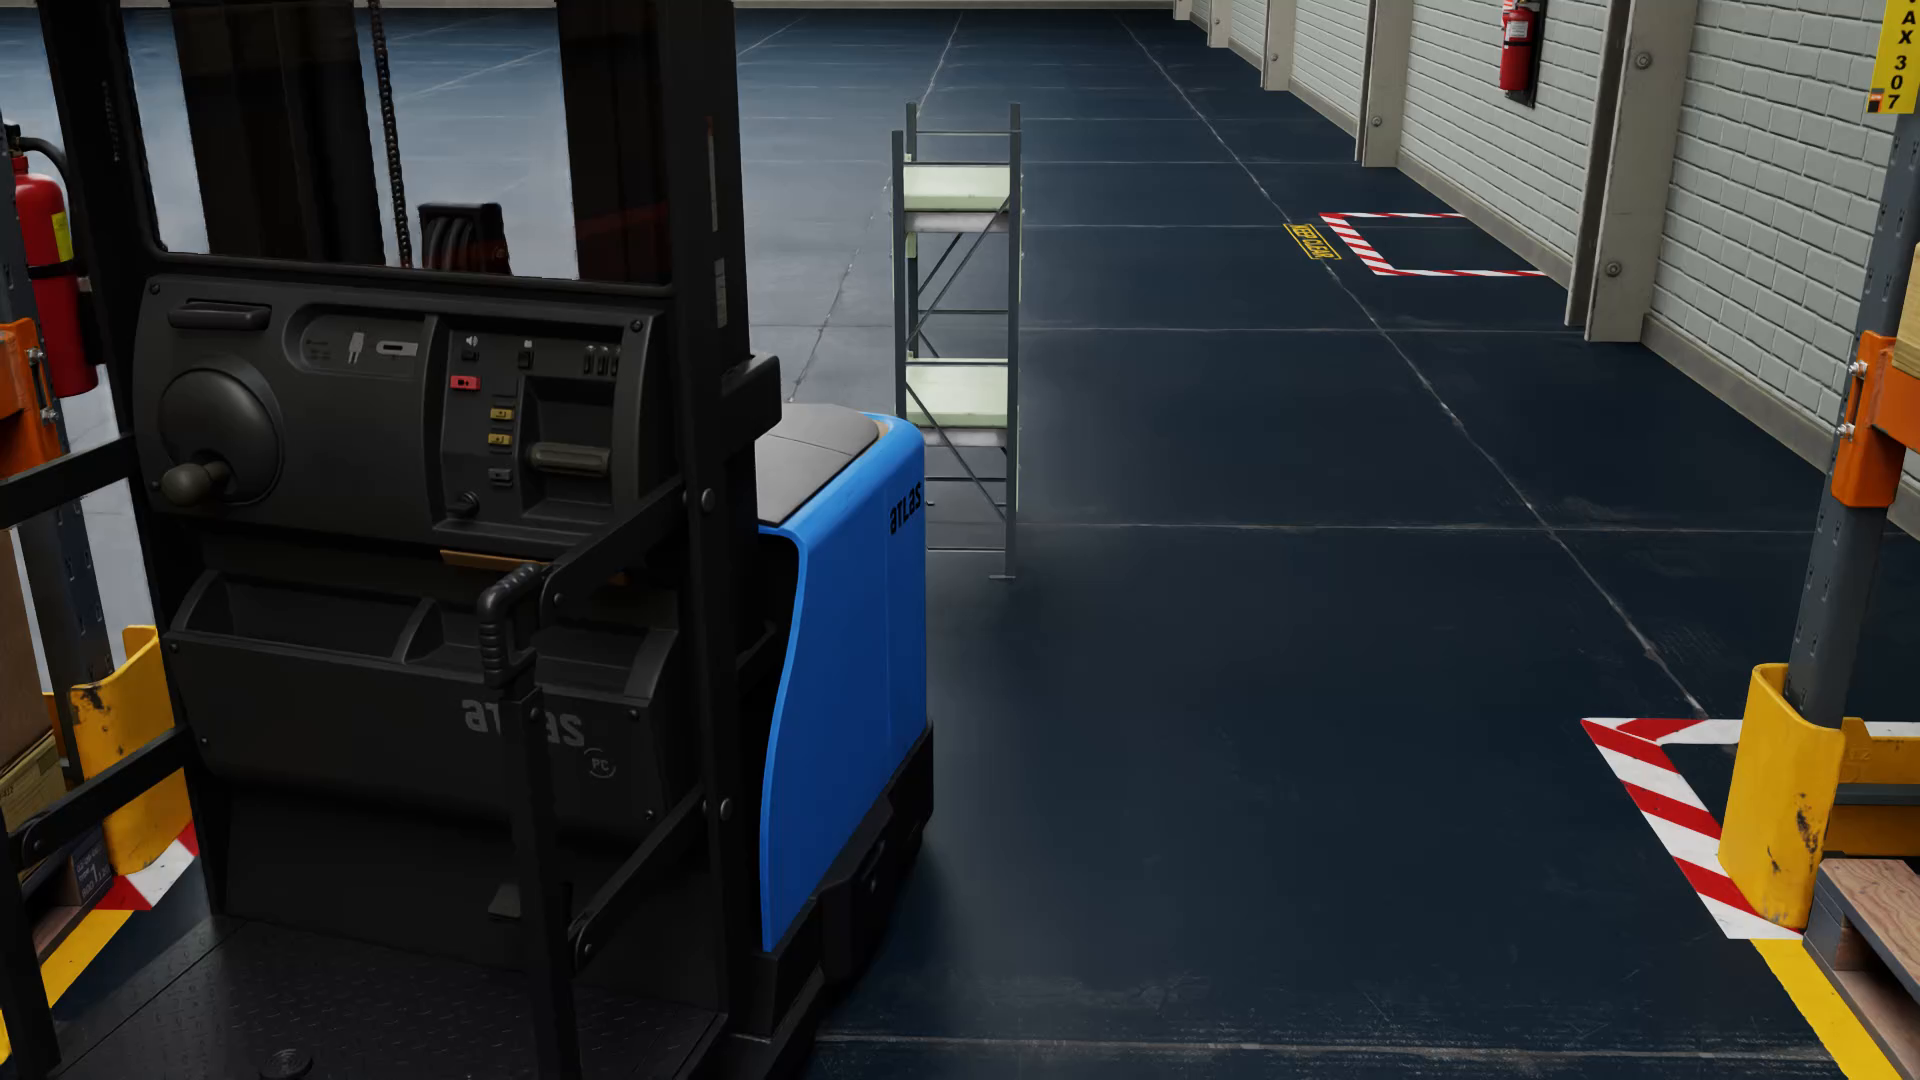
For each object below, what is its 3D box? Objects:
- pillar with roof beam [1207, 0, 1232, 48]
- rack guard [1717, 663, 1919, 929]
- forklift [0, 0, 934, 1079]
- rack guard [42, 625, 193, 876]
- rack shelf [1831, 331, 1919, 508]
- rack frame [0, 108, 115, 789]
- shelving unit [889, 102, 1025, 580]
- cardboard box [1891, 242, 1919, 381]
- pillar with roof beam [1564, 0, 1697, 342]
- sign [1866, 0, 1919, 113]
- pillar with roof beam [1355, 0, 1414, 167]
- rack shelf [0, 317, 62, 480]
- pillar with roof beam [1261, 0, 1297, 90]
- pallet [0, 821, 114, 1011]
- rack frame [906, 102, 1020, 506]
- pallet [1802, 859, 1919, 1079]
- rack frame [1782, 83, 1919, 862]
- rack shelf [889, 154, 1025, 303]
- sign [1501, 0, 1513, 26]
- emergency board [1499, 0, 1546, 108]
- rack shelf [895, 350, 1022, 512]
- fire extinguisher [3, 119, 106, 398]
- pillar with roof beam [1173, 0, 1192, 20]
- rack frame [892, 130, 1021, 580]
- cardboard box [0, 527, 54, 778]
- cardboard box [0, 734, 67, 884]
[{"bbox_3d":[-0.309,-11.862,24.160,9.100,9.000,0.400,1,21,2],"label":"pillar with roof beam"},{"bbox_3d":[2.418,0.590,3.817,1.175,0.500,0.348,1,21,2],"label":"rack guard"},{"bbox_3d":[-0.978,-0.190,2.466,1.130,2.935,3.031,6,22,16],"label":"forklift"},{"bbox_3d":[-2.530,0.501,4.047,1.175,0.500,0.348,1,21,2],"label":"rack guard"},{"bbox_3d":[2.360,0.456,1.702,1.077,0.370,4.000,1,21,2],"label":"rack shelf"},{"bbox_3d":[-2.531,-0.656,3.573,1.000,3.000,0.127,1,21,2],"label":"rack frame"},{"bbox_3d":[0.000,-0.702,5.764,0.431,1.500,0.755,1,21,2],"label":"shelving unit"},{"bbox_3d":[2.088,-0.369,3.014,0.500,0.250,0.500,0,21,0],"label":"cardboard box"},{"bbox_3d":[-0.857,-5.354,7.387,9.100,9.000,0.400,1,21,2],"label":"pillar with roof beam"},{"bbox_3d":[1.878,-1.012,3.294,0.100,0.325,0.005,1,21,2],"label":"sign"},{"bbox_3d":[-0.674,-7.523,12.978,9.100,9.000,0.400,1,21,2],"label":"pillar with roof beam"},{"bbox_3d":[-2.592,0.403,1.839,1.077,0.370,4.000,1,21,2],"label":"rack shelf"},{"bbox_3d":[-0.492,-9.693,18.569,9.100,9.000,0.400,1,21,2],"label":"pillar with roof beam"},{"bbox_3d":[-2.512,0.921,3.363,1.003,0.211,1.213,1,21,2],"label":"pallet"},{"bbox_3d":[0.011,-0.834,6.105,0.400,1.500,0.023,1,21,2],"label":"rack frame"},{"bbox_3d":[2.358,1.018,3.113,1.003,0.211,1.213,1,21,2],"label":"pallet"},{"bbox_3d":[2.420,-0.603,3.436,1.000,3.000,0.127,1,21,2],"label":"rack frame"},{"bbox_3d":[0.000,-1.065,5.623,0.431,0.370,0.720,1,21,2],"label":"rack shelf"},{"bbox_3d":[3.679,-3.618,11.158,0.001,0.329,0.234,1,21,2],"label":"sign"},{"bbox_3d":[3.560,-3.403,10.652,0.194,1.169,0.643,1,21,2],"label":"emergency board"},{"bbox_3d":[0.000,-0.398,5.882,0.431,0.370,0.720,1,21,2],"label":"rack shelf"},{"bbox_3d":[-2.063,-0.658,3.684,0.296,0.674,0.183,1,21,2],"label":"fire extinguisher"},{"bbox_3d":[-0.127,-14.031,29.751,9.100,9.000,0.400,1,21,2],"label":"pillar with roof beam"},{"bbox_3d":[-0.011,-0.569,5.423,0.400,1.500,0.023,1,21,2],"label":"rack frame"},{"bbox_3d":[-2.250,0.278,3.350,0.500,0.500,0.500,1,21,2],"label":"cardboard box"},{"bbox_3d":[-2.252,0.627,3.486,0.500,0.250,0.500,1,21,2],"label":"cardboard box"}]
